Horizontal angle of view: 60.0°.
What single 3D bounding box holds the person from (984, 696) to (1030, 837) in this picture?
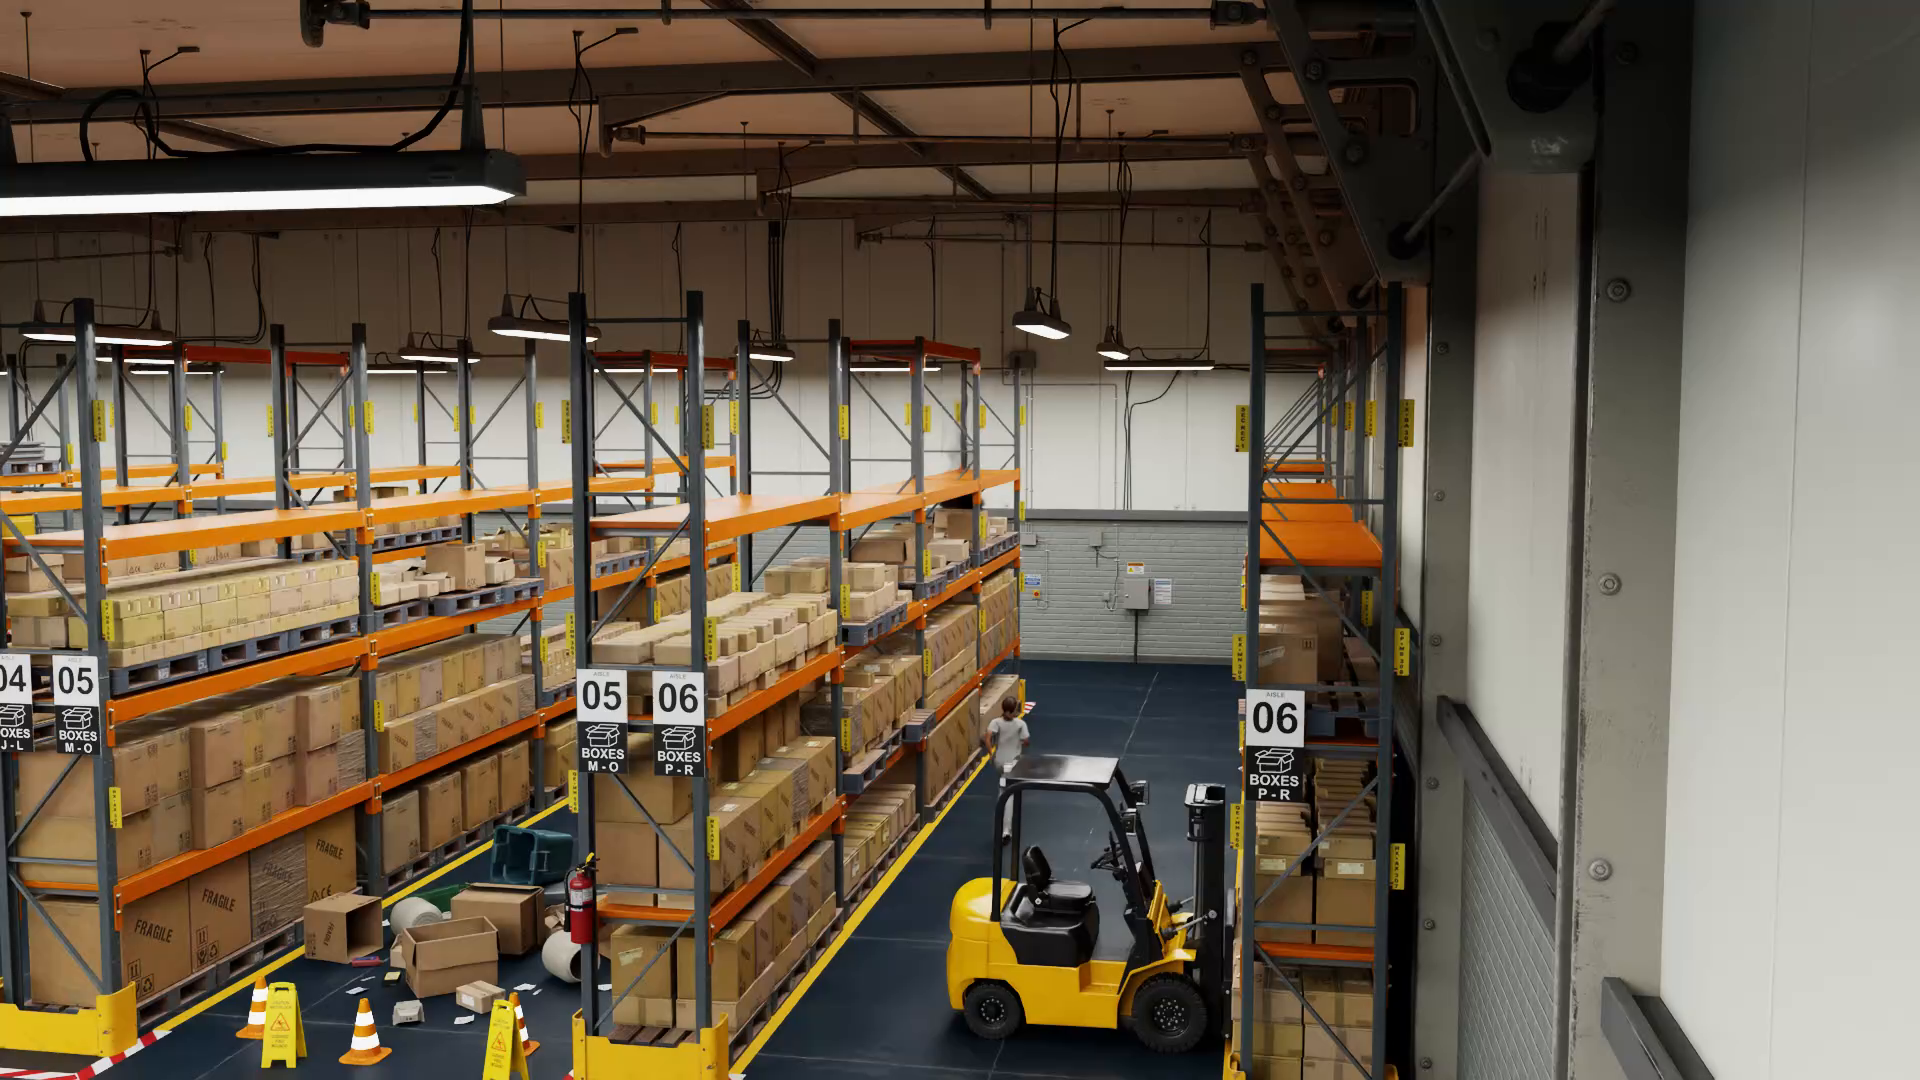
[{"bbox_3d":[0.575,2.741,19.932,0.509,1.692,0.810,1,5,14],"label":"person"}]
